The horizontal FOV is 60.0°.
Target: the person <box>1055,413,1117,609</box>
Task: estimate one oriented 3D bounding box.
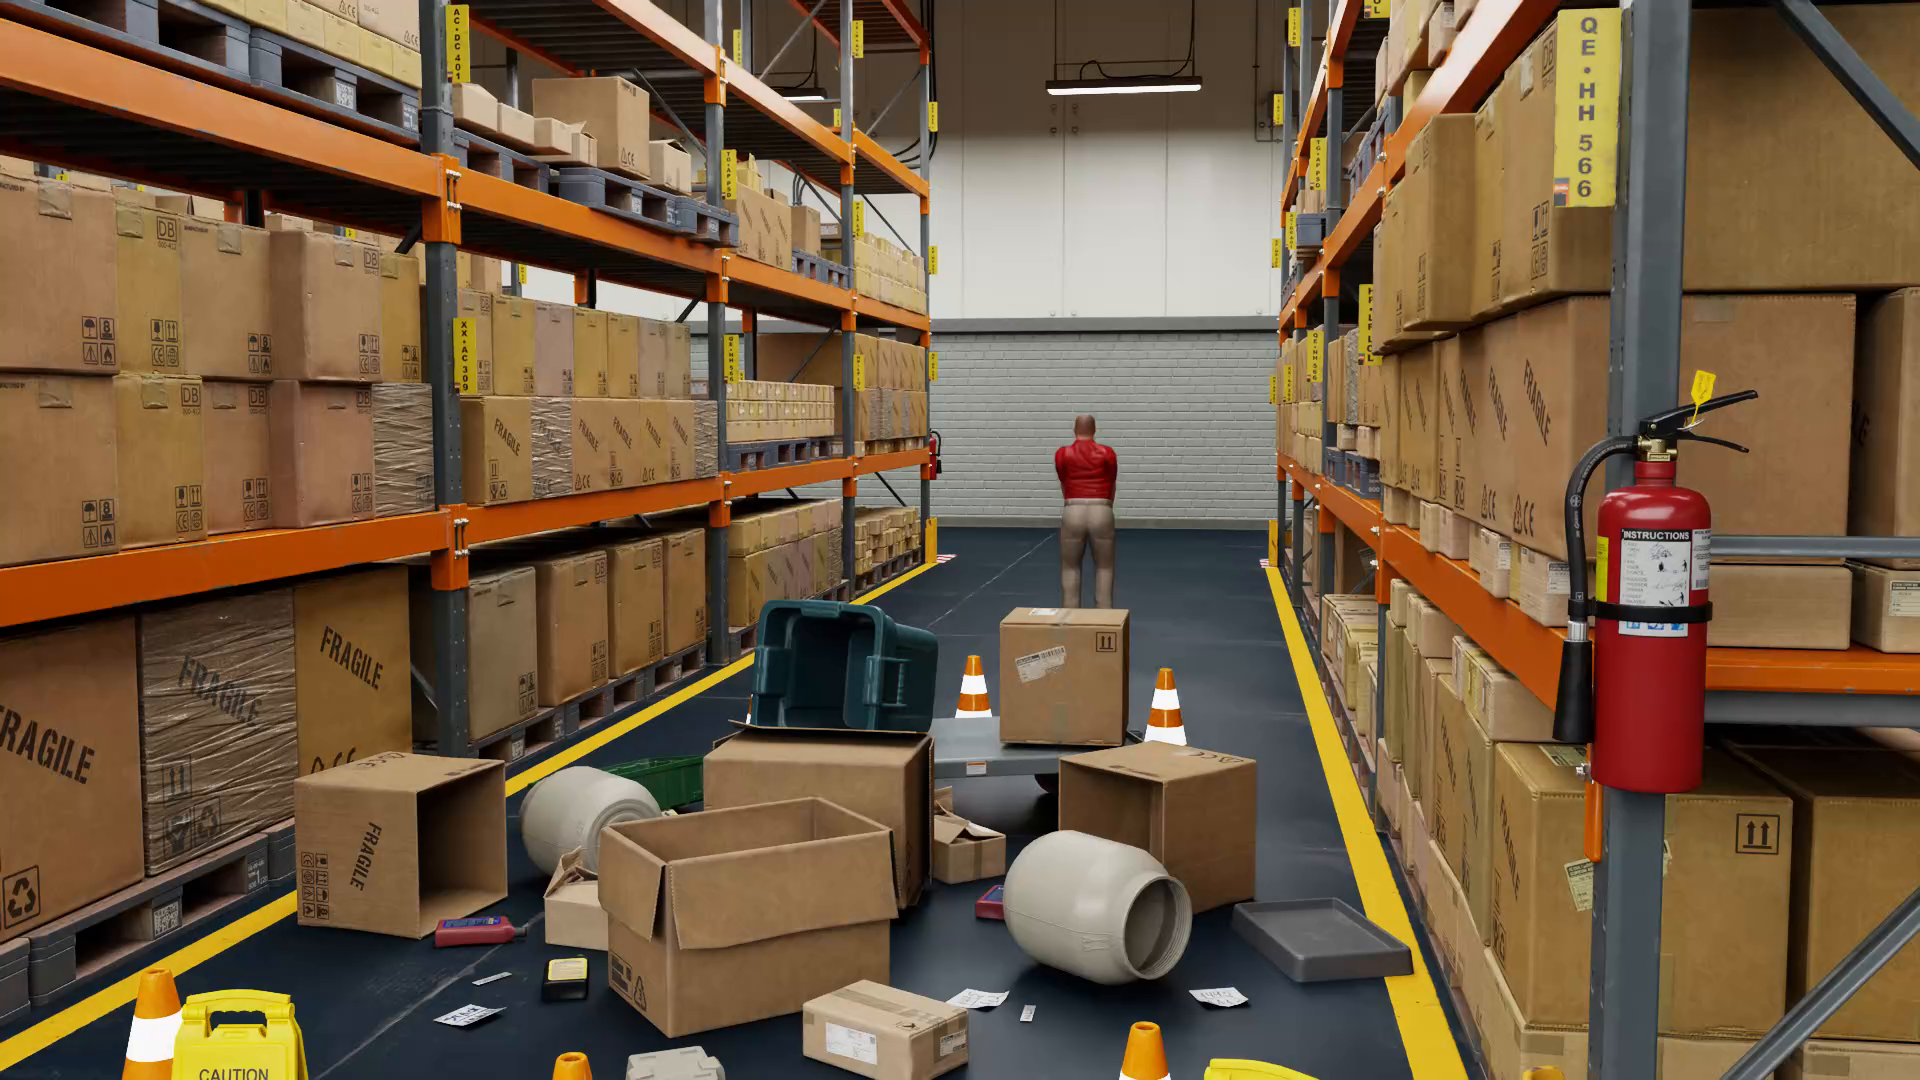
[{"bbox_3d":[1.000,-0.139,13.106,0.490,1.722,0.524,1,4,9],"label":"person"}]
